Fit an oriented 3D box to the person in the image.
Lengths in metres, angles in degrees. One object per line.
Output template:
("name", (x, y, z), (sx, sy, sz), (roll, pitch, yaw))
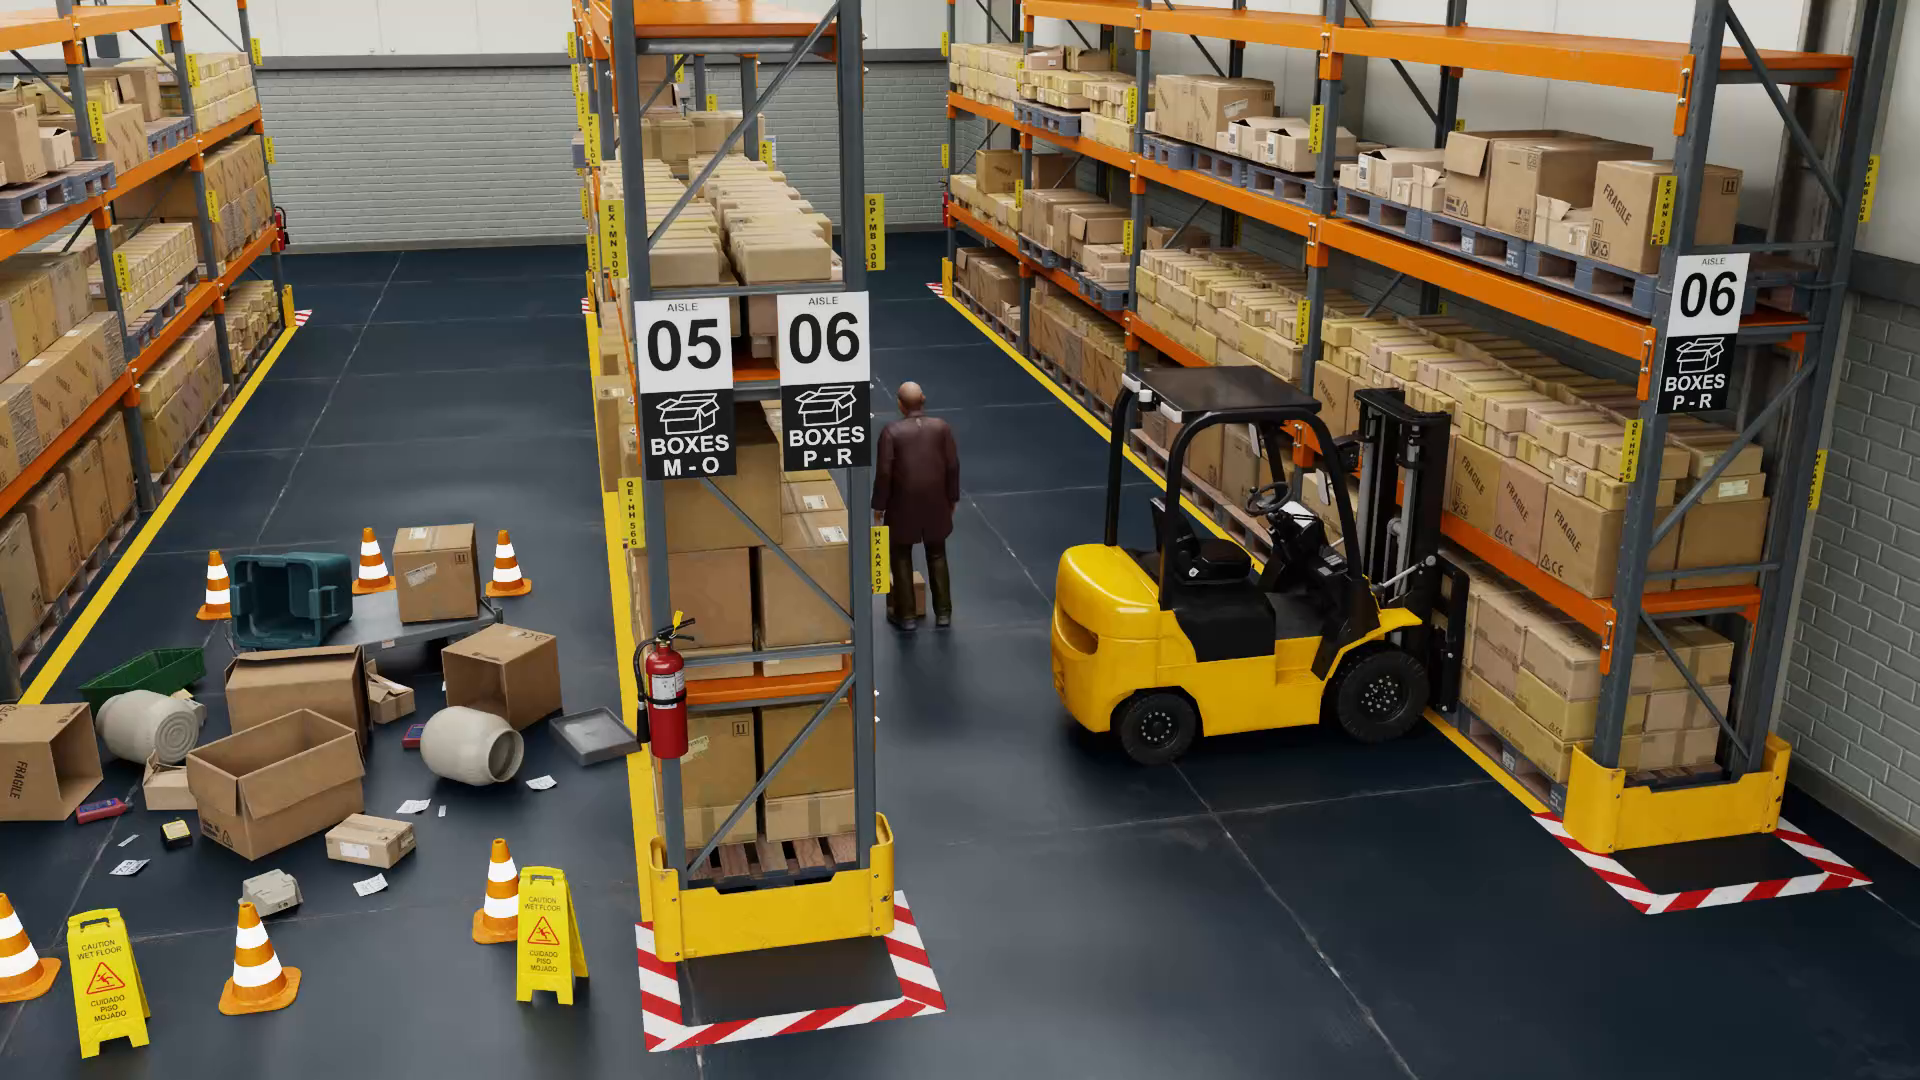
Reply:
("person", (-0.311, -0.245, 11.789), (0.654, 1.774, 0.419), (-6, 20, -17))
